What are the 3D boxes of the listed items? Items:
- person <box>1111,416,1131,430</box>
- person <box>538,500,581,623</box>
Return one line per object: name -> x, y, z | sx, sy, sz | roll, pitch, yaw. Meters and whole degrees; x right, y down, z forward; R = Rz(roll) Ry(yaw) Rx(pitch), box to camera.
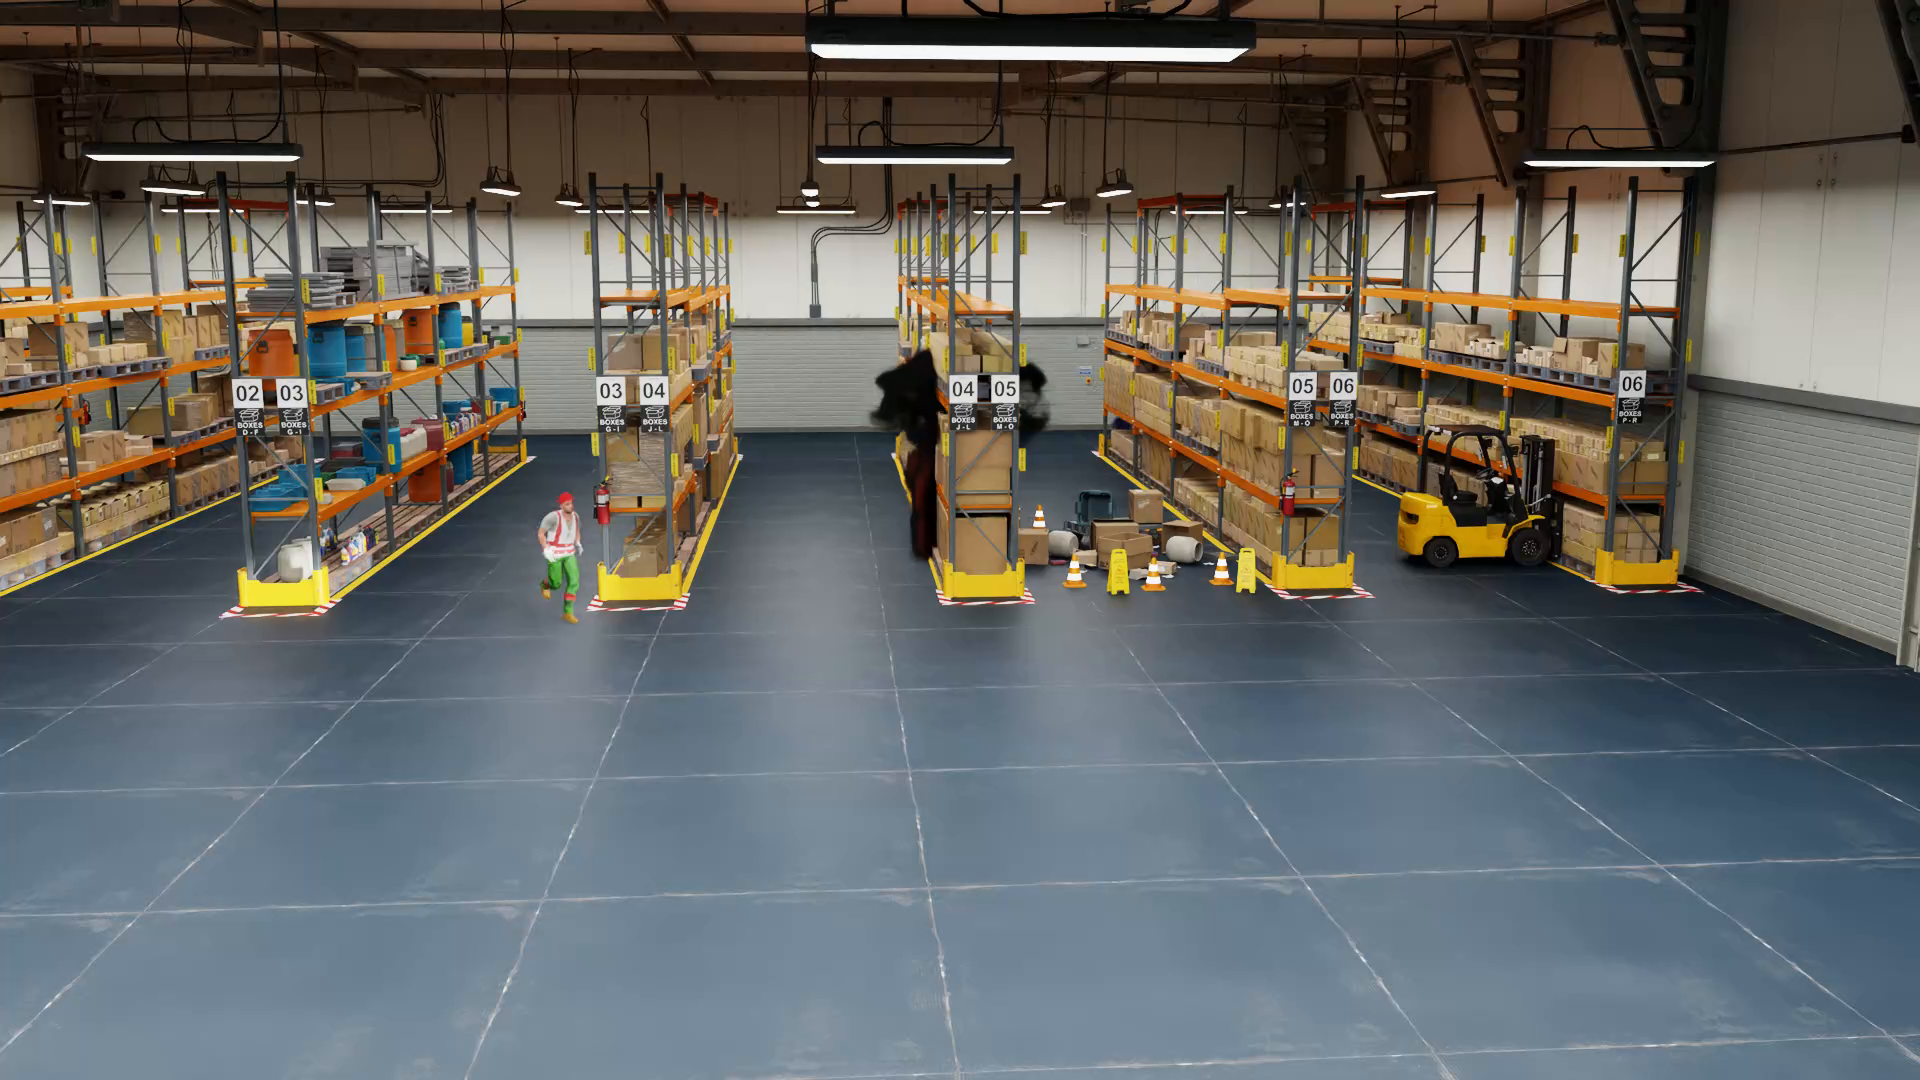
person -> 4.060, -3.125, 41.549 | 0.644, 1.534, 0.586 | -3, 10, -14
person -> -5.446, 0.235, 22.619 | 0.666, 1.716, 0.914 | -9, 14, -42
